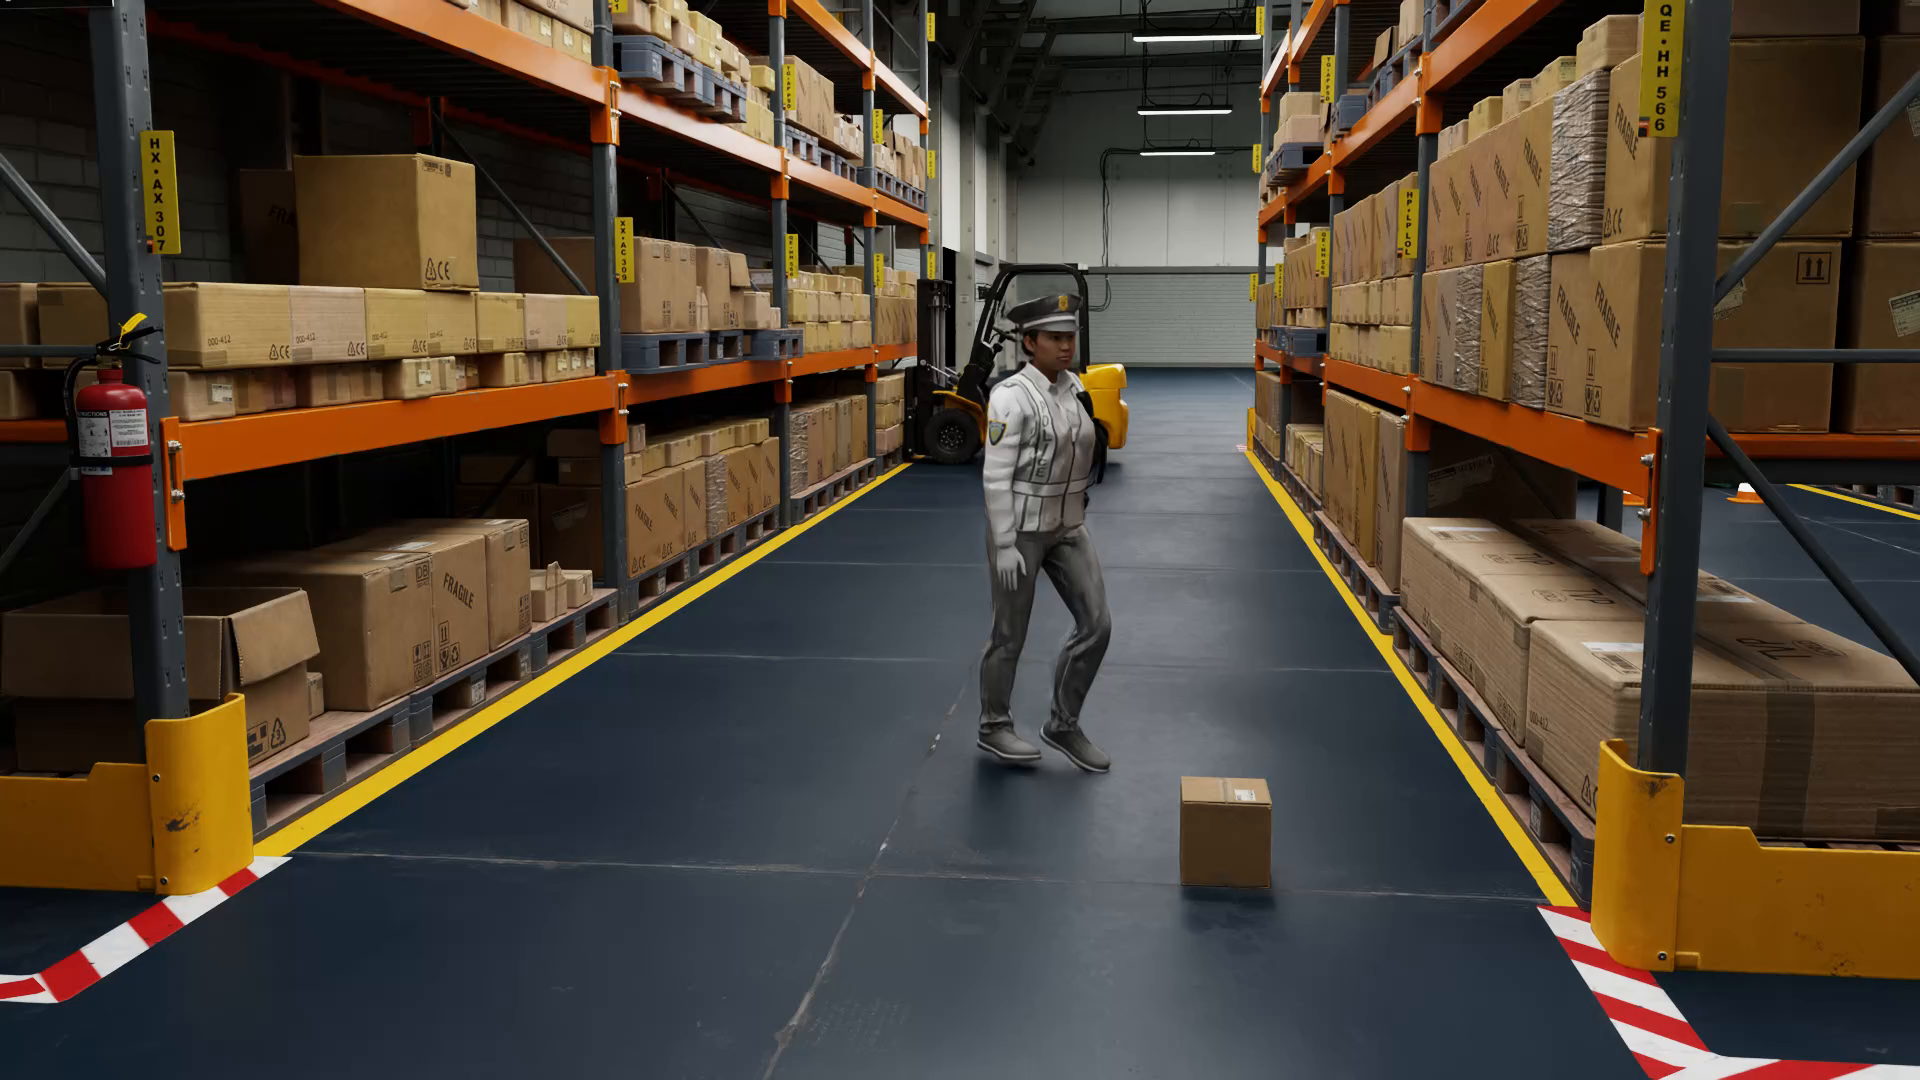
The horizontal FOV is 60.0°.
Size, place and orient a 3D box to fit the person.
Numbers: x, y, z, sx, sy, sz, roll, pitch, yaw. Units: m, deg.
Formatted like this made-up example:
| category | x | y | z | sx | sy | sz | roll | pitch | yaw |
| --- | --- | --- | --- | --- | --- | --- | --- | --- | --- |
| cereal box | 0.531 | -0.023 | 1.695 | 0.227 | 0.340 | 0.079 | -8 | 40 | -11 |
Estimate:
| category | x | y | z | sx | sy | sz | roll | pitch | yaw |
| --- | --- | --- | --- | --- | --- | --- | --- | --- | --- |
| person | 0.248 | -0.011 | 5.821 | 0.520 | 1.691 | 0.512 | -7 | 10 | -40 |
